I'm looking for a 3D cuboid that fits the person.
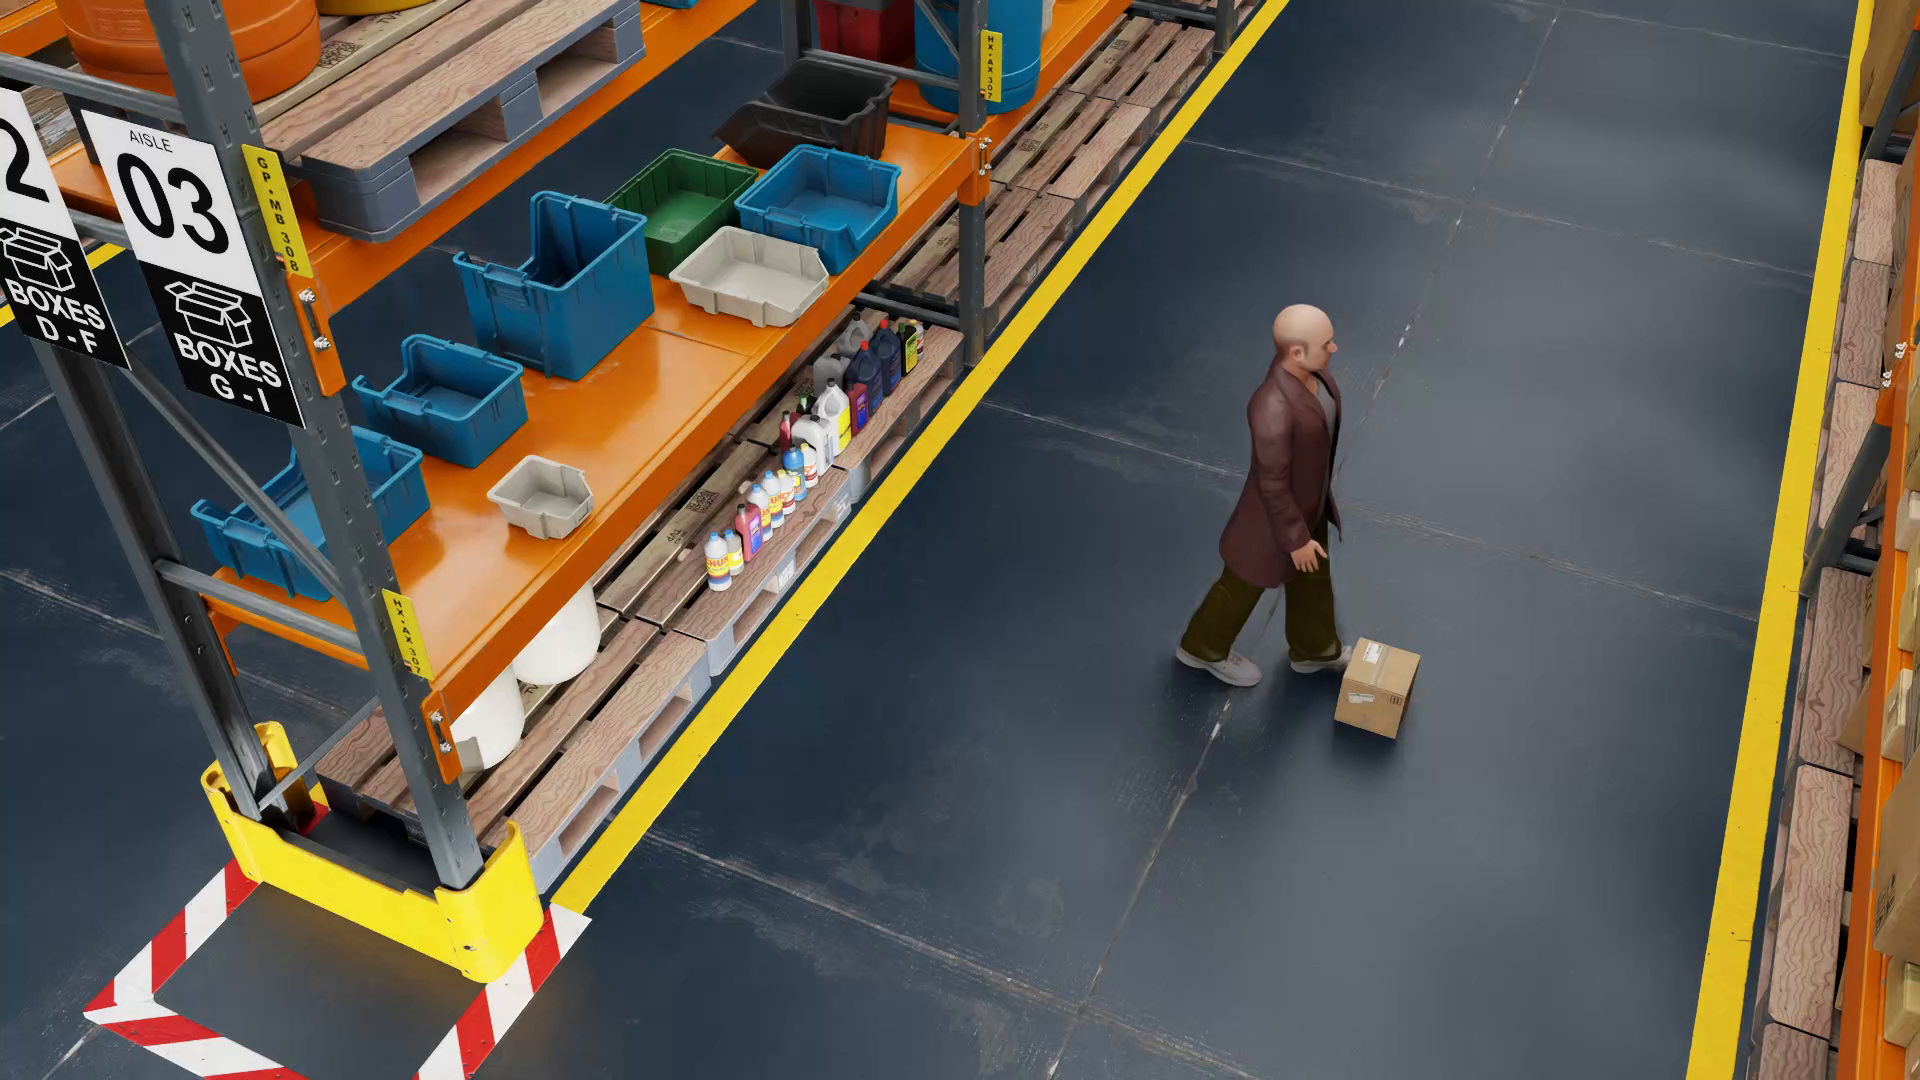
[{"bbox_3d":[1.292,-0.101,6.301,0.789,1.777,0.579,19,45,20],"label":"person"}]
